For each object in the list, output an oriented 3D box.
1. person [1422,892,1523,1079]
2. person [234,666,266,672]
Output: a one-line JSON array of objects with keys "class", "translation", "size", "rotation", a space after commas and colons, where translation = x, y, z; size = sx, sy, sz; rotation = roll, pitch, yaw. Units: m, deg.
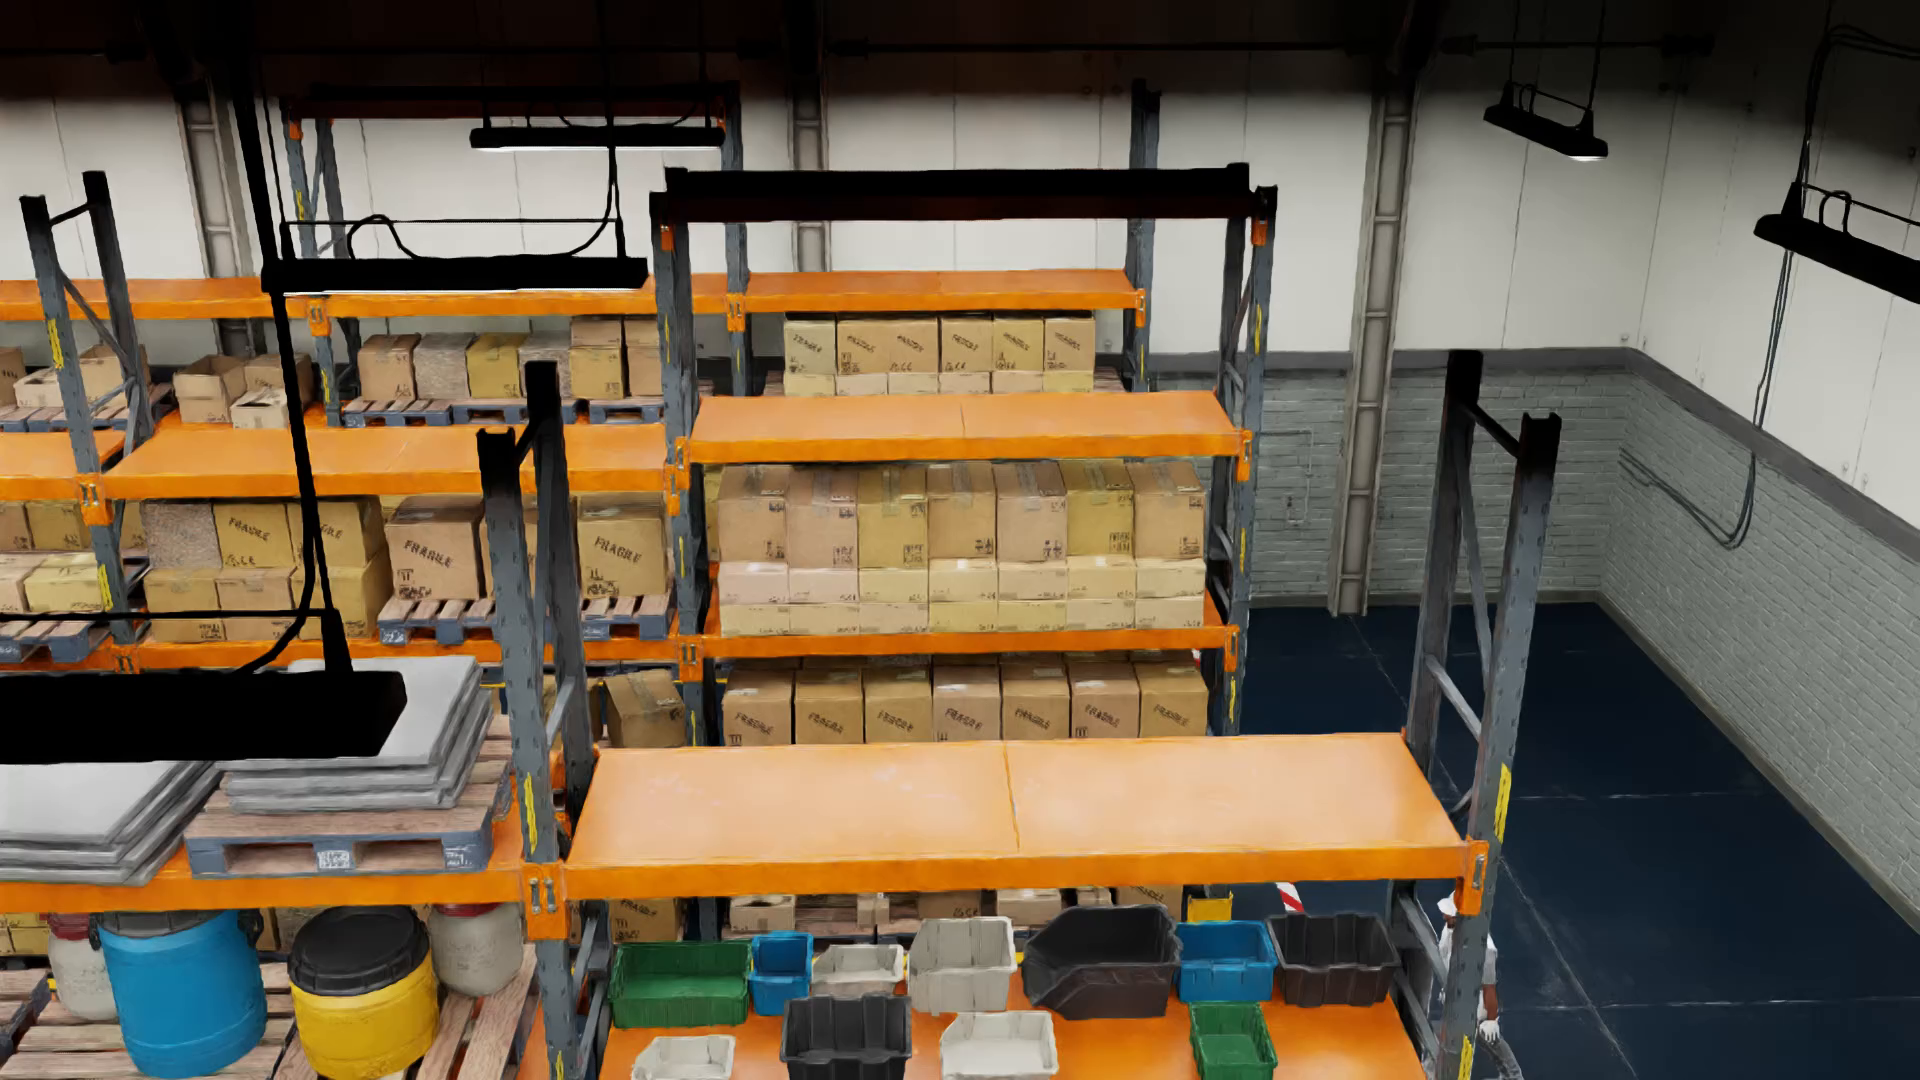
[{"class": "person", "translation": [3.363, 3.094, 11.235], "size": [1.122, 1.706, 0.566], "rotation": [0, 22, 0]}, {"class": "person", "translation": [-6.078, 1.772, 14.624], "size": [1.084, 1.589, 0.495], "rotation": [0, 22, 0]}]
